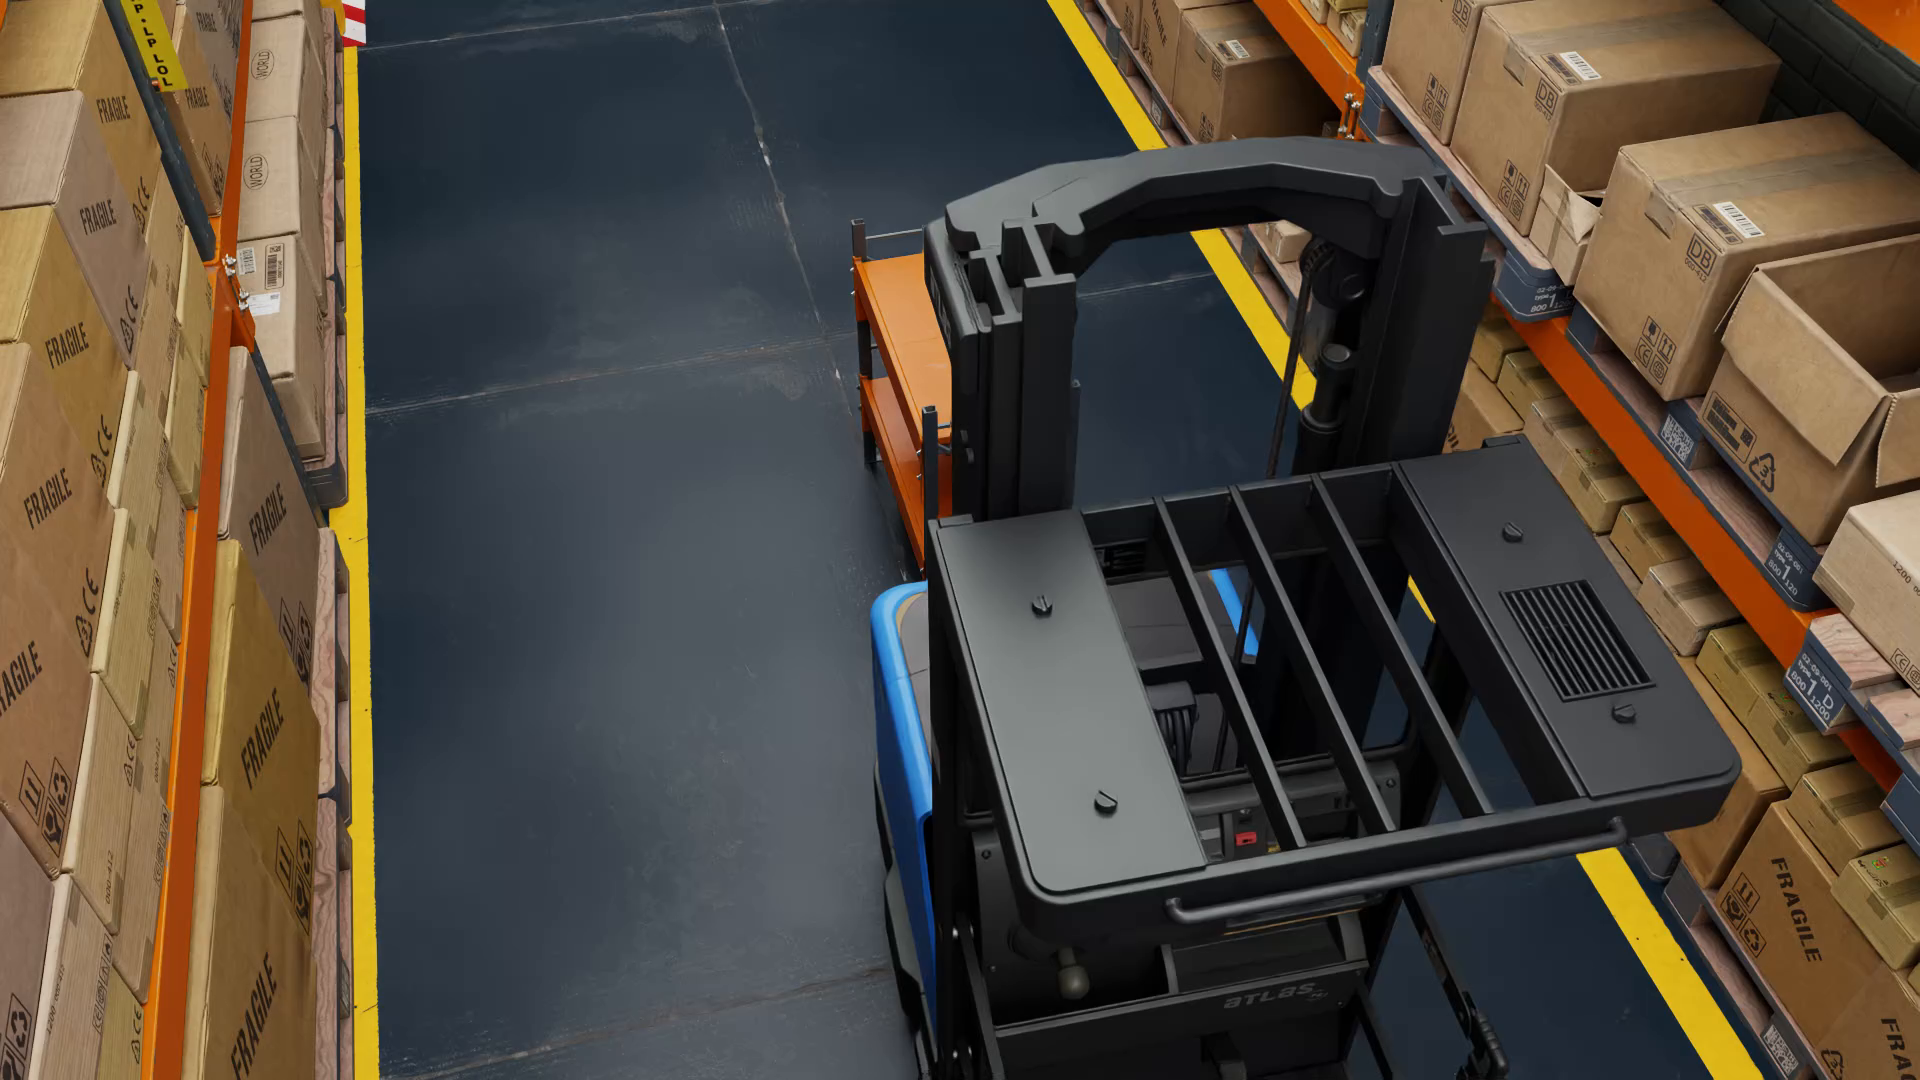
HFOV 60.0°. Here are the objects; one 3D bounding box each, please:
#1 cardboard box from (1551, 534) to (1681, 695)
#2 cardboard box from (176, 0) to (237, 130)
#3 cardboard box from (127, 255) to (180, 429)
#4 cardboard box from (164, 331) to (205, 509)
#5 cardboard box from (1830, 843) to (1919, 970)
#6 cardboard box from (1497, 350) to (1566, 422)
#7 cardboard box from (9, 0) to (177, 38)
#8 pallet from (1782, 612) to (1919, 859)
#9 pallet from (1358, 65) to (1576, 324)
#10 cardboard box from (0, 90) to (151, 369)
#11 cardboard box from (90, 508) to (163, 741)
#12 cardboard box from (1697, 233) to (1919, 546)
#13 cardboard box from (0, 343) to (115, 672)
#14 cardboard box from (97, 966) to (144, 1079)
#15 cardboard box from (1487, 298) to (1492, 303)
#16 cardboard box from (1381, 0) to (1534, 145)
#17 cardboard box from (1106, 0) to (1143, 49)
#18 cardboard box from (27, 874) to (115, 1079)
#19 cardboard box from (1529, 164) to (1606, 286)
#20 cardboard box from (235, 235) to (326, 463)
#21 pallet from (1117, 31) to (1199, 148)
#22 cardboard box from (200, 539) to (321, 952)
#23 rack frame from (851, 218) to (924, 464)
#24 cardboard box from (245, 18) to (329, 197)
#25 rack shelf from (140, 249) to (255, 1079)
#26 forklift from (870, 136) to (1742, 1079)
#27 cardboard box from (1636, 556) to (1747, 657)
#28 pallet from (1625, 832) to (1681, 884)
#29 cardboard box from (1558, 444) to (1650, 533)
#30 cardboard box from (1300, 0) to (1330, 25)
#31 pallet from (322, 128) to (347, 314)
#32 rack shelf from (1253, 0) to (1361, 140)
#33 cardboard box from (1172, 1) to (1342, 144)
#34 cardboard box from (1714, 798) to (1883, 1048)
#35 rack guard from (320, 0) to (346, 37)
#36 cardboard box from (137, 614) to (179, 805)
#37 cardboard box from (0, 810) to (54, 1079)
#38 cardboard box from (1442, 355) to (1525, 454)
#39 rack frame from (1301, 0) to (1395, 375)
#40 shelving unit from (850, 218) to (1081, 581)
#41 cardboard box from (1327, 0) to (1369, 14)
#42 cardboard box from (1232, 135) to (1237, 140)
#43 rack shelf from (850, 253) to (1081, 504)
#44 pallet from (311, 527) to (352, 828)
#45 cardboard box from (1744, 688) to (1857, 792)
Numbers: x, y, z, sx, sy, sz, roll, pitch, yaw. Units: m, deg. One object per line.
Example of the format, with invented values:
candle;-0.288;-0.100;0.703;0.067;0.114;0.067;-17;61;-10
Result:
cardboard box;2.239;0.300;5.312;0.500;0.500;0.500;-12;47;-12
cardboard box;-2.852;-1.719;5.764;0.500;0.500;0.500;-10;47;-10
cardboard box;-2.377;-0.483;4.378;0.500;0.250;0.500;-10;46;-9
cardboard box;-2.373;-0.296;4.545;0.500;0.250;0.500;-11;47;-11
cardboard box;2.490;0.911;4.259;0.380;0.149;0.250;-13;47;-12
cardboard box;2.077;-0.538;5.679;0.380;0.149;0.250;-11;47;-11
cardboard box;-2.748;-1.722;5.067;0.500;0.500;0.500;-10;46;-10
pallet;2.719;0.500;3.794;1.213;0.211;1.003;-11;47;-10
pallet;2.036;-1.235;5.495;1.003;0.211;1.213;-11;47;-10
cardboard box;-2.364;-0.730;4.095;0.500;0.500;0.500;-10;46;-10
cardboard box;-2.091;0.224;3.685;0.500;0.250;0.500;-10;46;-10
cardboard box;2.364;-0.389;4.164;0.797;0.503;0.637;-12;47;-11
cardboard box;-2.106;-0.022;3.401;0.500;0.500;0.500;-10;46;-10
cardboard box;-1.867;1.115;3.162;0.500;0.250;0.500;-12;47;-11
cardboard box;1.917;-0.900;6.033;0.380;0.149;0.250;-12;47;-11
cardboard box;1.844;-1.681;5.433;0.700;0.500;0.500;-10;46;-9
cardboard box;1.159;-2.871;8.419;0.700;0.500;0.500;-9;46;-9
cardboard box;-1.859;0.923;3.000;0.500;0.250;0.500;-10;46;-9
cardboard box;1.922;-0.944;4.875;0.396;0.266;0.258;-9;46;-8
cardboard box;-2.917;-0.667;6.303;0.875;0.438;0.875;-11;47;-11
pallet;1.446;-2.216;8.274;1.003;0.211;1.213;-11;47;-10
cardboard box;-2.386;0.669;4.688;0.875;0.875;0.875;-9;46;-9
rack frame;-0.132;-0.749;6.197;0.500;1.125;0.032;-11;47;-10
cardboard box;-3.376;-1.908;7.519;0.875;0.438;0.875;-10;46;-9
rack shelf;-2.348;0.669;3.998;1.077;0.370;4.000;-11;47;-10
forklift;0.536;0.820;3.394;1.130;2.935;3.031;-8;46;-8
cardboard box;2.277;0.173;4.982;0.380;0.149;0.250;-13;47;-12
pallet;2.497;0.501;5.612;1.003;0.211;1.213;-11;47;-10
cardboard box;2.166;-0.187;5.335;0.380;0.149;0.250;-9;46;-9
cardboard box;1.523;-2.136;6.419;0.380;0.149;0.250;-10;46;-9
pallet;-3.295;-1.371;7.446;1.003;0.211;1.213;-11;47;-10
rack shelf;1.425;-3.003;7.596;1.077;0.370;4.000;-11;47;-10
cardboard box;1.425;-2.154;7.717;0.700;0.500;0.500;-12;47;-12
cardboard box;2.527;1.016;4.611;0.500;0.500;0.500;-11;47;-11
rack guard;-3.891;-2.867;8.710;1.175;0.500;0.348;-11;47;-10
cardboard box;-2.125;0.412;3.851;0.500;0.250;0.500;-11;47;-10
cardboard box;-1.863;0.687;2.706;0.500;0.500;0.500;-11;47;-10
cardboard box;1.989;-0.405;6.003;0.500;0.500;0.500;-11;47;-11
rack frame;1.937;-1.874;5.986;1.000;3.000;0.127;-11;47;-10
shelving unit;-0.002;-0.398;5.853;0.538;1.125;1.048;-11;47;-10
cardboard box;1.571;-2.232;6.234;0.500;0.250;0.500;-10;46;-9
cardboard box;1.419;-1.641;7.379;0.396;0.266;0.258;-9;46;-9
rack shelf;-0.002;-0.603;5.644;0.538;0.278;1.000;-11;47;-10
pallet;-2.590;0.531;5.582;1.003;0.211;1.213;-11;47;-10
cardboard box;2.441;0.531;4.632;0.380;0.149;0.250;-9;46;-9
